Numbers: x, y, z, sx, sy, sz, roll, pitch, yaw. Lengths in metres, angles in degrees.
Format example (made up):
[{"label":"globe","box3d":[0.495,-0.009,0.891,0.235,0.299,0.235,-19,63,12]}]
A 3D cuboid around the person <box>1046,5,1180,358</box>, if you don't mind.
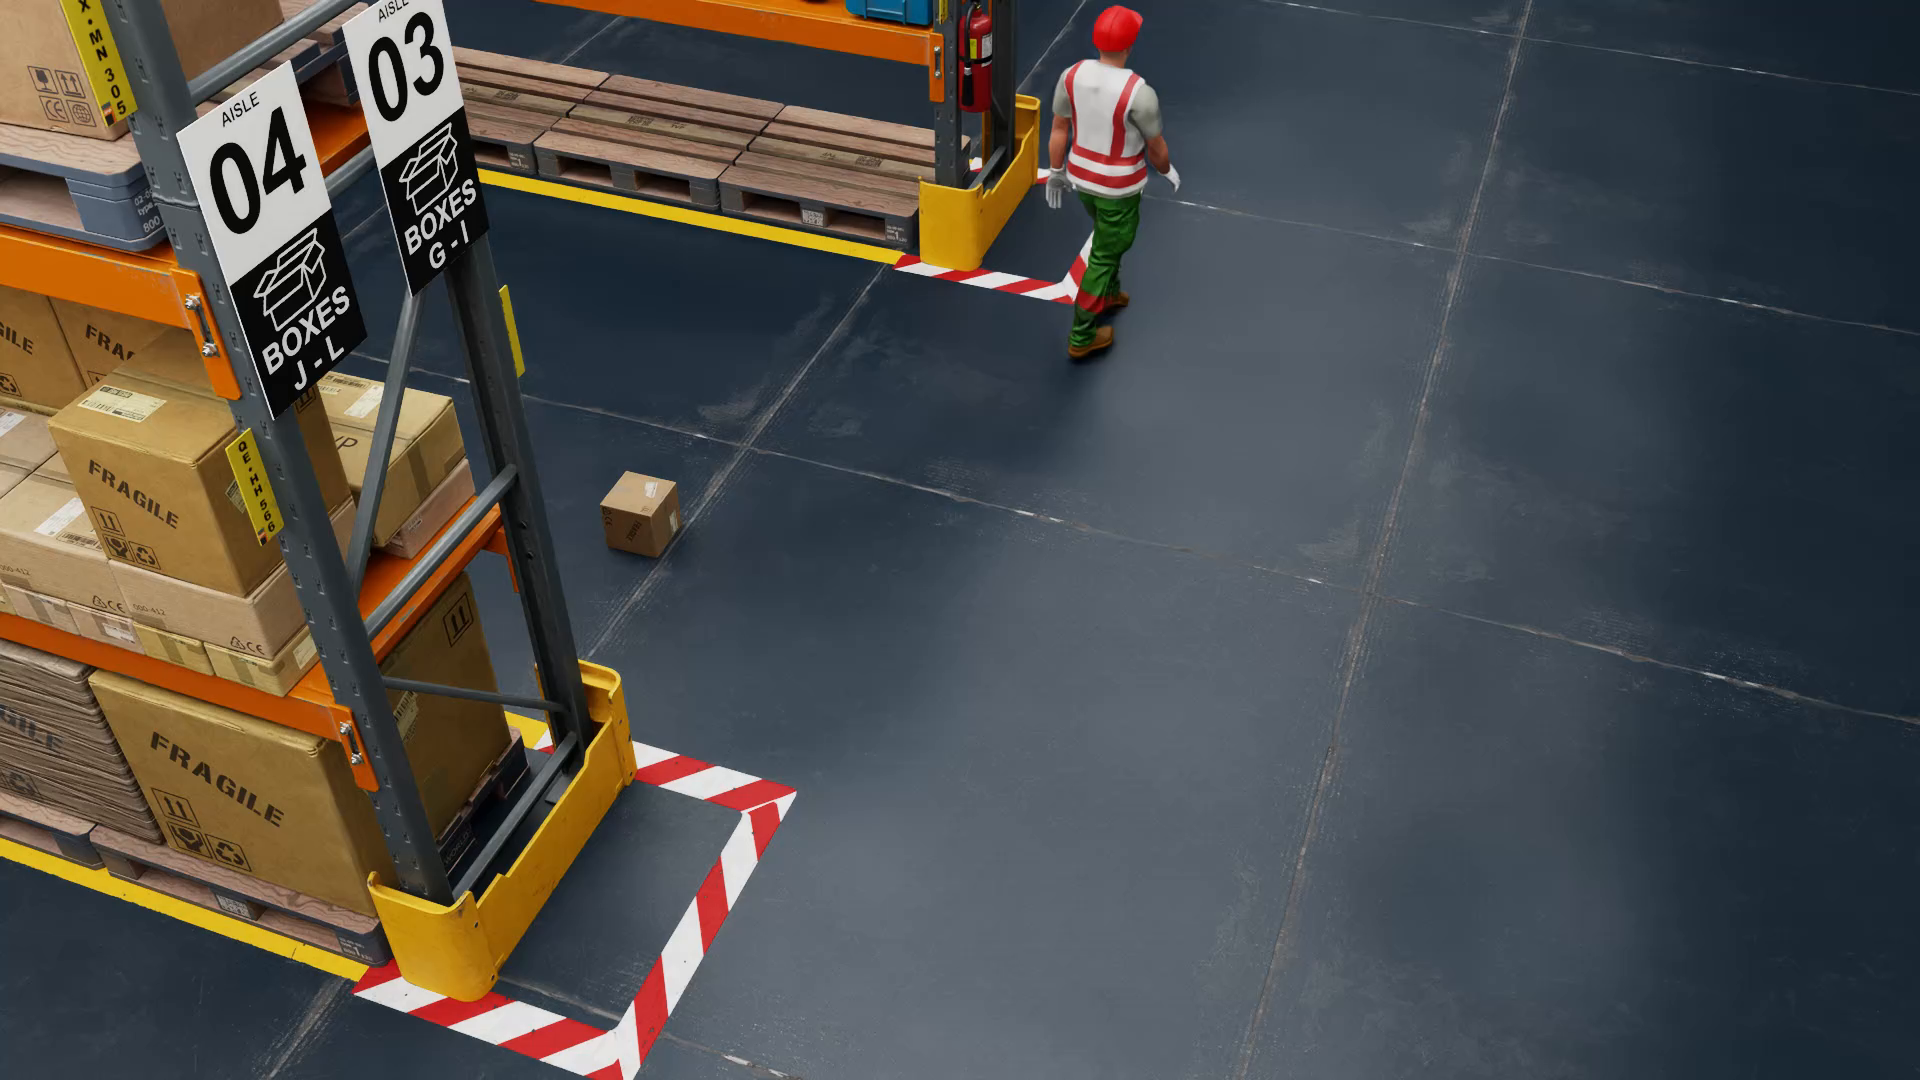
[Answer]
[{"label":"person","box3d":[0.763,-1.771,8.180,0.542,1.827,0.717,30,49,30]}]
